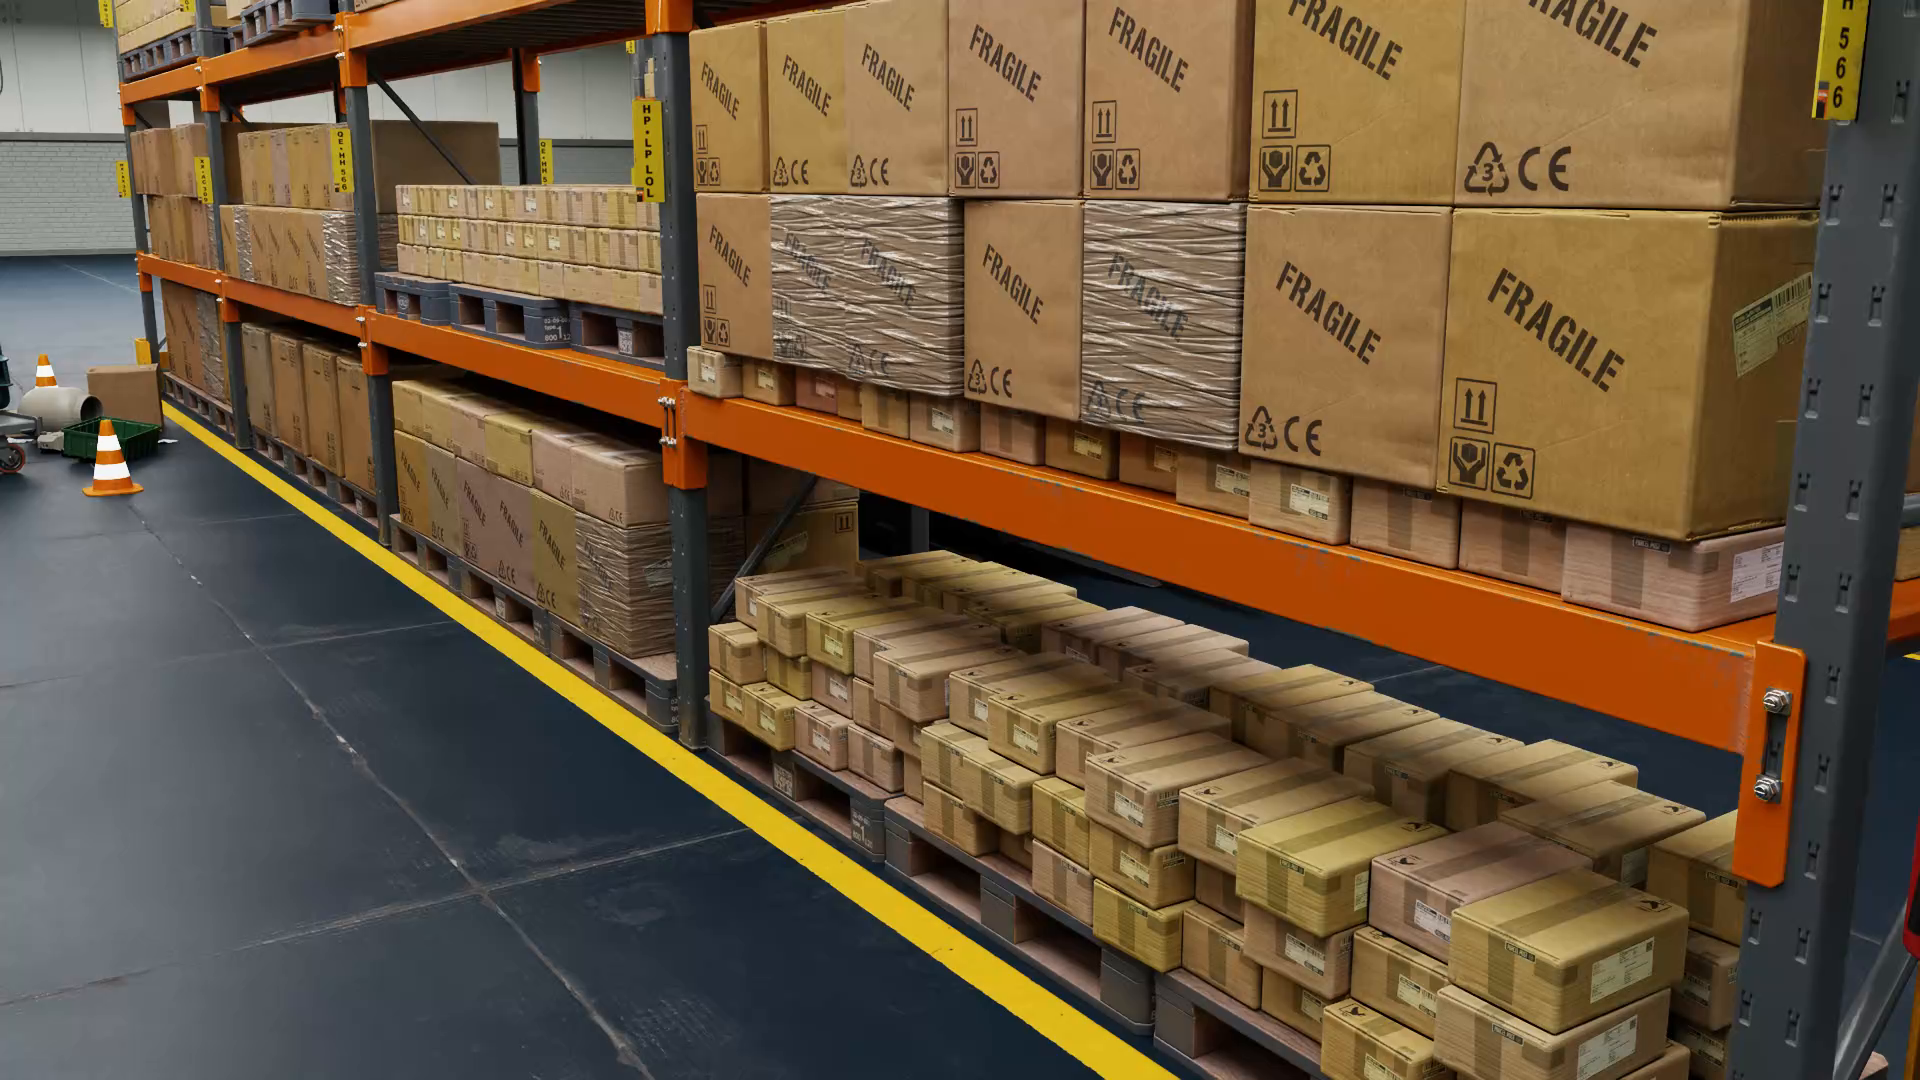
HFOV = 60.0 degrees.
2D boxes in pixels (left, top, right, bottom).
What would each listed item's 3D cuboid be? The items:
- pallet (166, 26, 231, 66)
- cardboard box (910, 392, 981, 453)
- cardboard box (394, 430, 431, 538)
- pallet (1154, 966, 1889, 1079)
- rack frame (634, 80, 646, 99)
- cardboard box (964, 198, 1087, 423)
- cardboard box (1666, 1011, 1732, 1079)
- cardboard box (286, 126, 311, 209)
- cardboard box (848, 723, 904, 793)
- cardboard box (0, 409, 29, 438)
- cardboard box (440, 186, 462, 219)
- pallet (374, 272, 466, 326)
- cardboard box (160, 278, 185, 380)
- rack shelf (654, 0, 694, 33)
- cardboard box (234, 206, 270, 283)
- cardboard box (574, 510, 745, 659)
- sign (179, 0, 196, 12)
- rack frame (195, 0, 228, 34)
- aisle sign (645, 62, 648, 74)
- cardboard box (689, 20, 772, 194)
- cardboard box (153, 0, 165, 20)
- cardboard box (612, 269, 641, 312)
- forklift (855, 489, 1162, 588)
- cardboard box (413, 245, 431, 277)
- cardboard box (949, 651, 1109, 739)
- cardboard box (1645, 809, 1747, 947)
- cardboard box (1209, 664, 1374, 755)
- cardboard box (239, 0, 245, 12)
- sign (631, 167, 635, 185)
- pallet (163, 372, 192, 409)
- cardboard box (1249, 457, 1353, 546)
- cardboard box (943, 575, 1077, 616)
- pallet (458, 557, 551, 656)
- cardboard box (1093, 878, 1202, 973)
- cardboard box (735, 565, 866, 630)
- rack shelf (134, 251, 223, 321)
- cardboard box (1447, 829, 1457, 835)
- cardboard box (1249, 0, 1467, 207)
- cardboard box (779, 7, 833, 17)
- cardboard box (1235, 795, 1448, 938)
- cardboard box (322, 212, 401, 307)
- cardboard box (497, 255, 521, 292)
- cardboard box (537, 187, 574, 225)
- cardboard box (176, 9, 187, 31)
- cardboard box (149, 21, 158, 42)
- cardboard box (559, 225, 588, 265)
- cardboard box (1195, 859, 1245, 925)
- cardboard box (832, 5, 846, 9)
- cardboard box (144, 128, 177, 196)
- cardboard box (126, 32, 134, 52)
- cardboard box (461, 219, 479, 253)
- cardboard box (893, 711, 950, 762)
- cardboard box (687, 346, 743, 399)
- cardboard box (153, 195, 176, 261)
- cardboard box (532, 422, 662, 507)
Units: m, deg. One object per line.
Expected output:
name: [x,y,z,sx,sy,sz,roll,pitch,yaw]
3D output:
pallet: [-5.442,-3.770,12.767,1.003,0.211,1.213,-8,15,-33]
cardboard box: [0.089,-0.338,4.476,0.380,0.149,0.250,-7,14,-30]
cardboard box: [-2.602,-0.318,8.663,0.500,0.500,0.500,-9,15,-35]
pallet: [1.188,1.133,3.688,1.003,0.211,1.213,-8,15,-33]
rack frame: [-3.029,-3.482,18.263,1.000,3.000,0.127,-8,15,-33]
cardboard box: [0.350,-0.582,4.072,0.500,0.500,0.500,-7,14,-30]
cardboard box: [1.627,0.989,3.507,0.380,0.149,0.250,-8,15,-32]
cardboard box: [-3.873,-2.380,10.649,0.700,0.500,0.500,-8,15,-33]
cardboard box: [-0.120,0.636,5.121,0.380,0.149,0.250,-8,15,-34]
cardboard box: [-7.483,-0.953,13.100,0.396,0.266,0.258,-5,13,-23]
cardboard box: [-2.257,-1.619,7.957,0.380,0.149,0.250,-9,15,-35]
pallet: [-2.298,-1.282,8.653,1.213,0.211,1.003,-8,15,-33]
cardboard box: [-6.783,-1.967,15.327,0.875,0.875,0.875,-8,15,-32]
rack shelf: [0.543,-1.537,4.031,1.077,0.370,4.000,-8,15,-33]
cardboard box: [-4.650,-2.035,11.413,0.500,0.500,0.500,-8,15,-32]
cardboard box: [-1.185,0.136,6.589,0.500,0.500,0.500,-8,15,-34]
sign: [-5.459,-3.892,11.721,0.100,0.325,0.005,-8,15,-33]
rack frame: [-4.998,-5.132,11.766,1.000,3.000,0.127,-8,15,-33]
aisle sign: [-3.313,-4.727,17.873,0.394,0.787,0.004,-8,15,-33]
cardboard box: [-0.518,-1.352,5.253,0.500,0.500,0.500,-8,14,-31]
cardboard box: [-6.039,-4.229,13.096,0.500,0.250,0.500,-8,15,-33]
cardboard box: [-1.095,-0.954,6.310,0.380,0.149,0.250,-8,15,-32]
forklift: [0.333,-1.318,8.526,1.130,2.935,3.031,-8,14,-31]
cardboard box: [-2.553,-1.421,8.445,0.380,0.149,0.250,-7,14,-30]
cardboard box: [0.194,0.437,4.642,0.380,0.149,0.250,-9,15,-35]
cardboard box: [1.643,0.696,3.454,0.380,0.149,0.250,-9,15,-35]
cardboard box: [0.898,0.465,4.514,0.380,0.149,0.250,-8,15,-32]
cardboard box: [-4.630,-3.584,11.080,0.250,0.149,0.380,-8,15,-33]
sign: [-3.480,-3.841,17.876,0.100,0.325,0.005,-8,15,-33]
pallet: [-6.706,-1.418,15.350,1.003,0.211,1.213,-8,15,-33]
cardboard box: [0.816,-0.103,3.400,0.380,0.149,0.250,-8,14,-31]
cardboard box: [0.167,0.235,5.564,0.380,0.149,0.250,-8,15,-33]
pallet: [-1.678,0.228,7.824,1.003,0.211,1.213,-8,15,-33]
cardboard box: [0.543,0.880,4.006,0.380,0.149,0.250,-9,15,-35]
cardboard box: [-0.547,0.204,5.705,0.380,0.149,0.250,-7,14,-30]
rack shelf: [-6.106,-2.206,14.111,1.077,0.370,4.000,-8,15,-33]
cardboard box: [1.260,0.763,3.845,0.380,0.149,0.250,-8,15,-32]
cardboard box: [0.910,-0.892,3.148,0.500,0.500,0.500,-9,15,-35]
cardboard box: [-1.274,-4.724,14.821,0.500,0.500,0.500,-9,15,-34]
cardboard box: [0.806,0.683,3.515,0.380,0.149,0.250,-8,15,-34]
cardboard box: [-3.255,-1.587,9.364,0.500,0.500,0.500,-8,15,-33]
cardboard box: [-1.822,-1.187,7.373,0.380,0.149,0.250,-9,15,-35]
cardboard box: [-1.520,-1.385,6.885,0.380,0.149,0.250,-9,15,-35]
cardboard box: [-5.605,-3.870,12.386,0.380,0.149,0.250,-8,15,-32]
cardboard box: [-6.312,-4.096,13.422,0.380,0.149,0.250,-8,15,-33]
cardboard box: [-1.387,-1.193,6.705,0.380,0.149,0.250,-9,15,-35]
cardboard box: [0.768,0.763,3.847,0.380,0.149,0.250,-8,15,-33]
cardboard box: [-0.635,-4.396,14.197,0.797,0.503,0.637,-9,15,-36]
cardboard box: [-6.462,-3.240,14.280,0.875,0.550,0.550,-8,15,-33]
cardboard box: [-7.011,-4.321,14.448,0.380,0.149,0.250,-8,15,-33]
cardboard box: [-2.101,-1.424,7.760,0.380,0.149,0.250,-8,15,-33]
cardboard box: [0.029,0.539,4.868,0.380,0.149,0.250,-7,14,-30]
cardboard box: [-0.681,-0.567,5.520,0.380,0.149,0.250,-7,14,-31]
cardboard box: [-6.442,-2.716,14.408,0.875,0.550,0.550,-8,15,-33]
cardboard box: [-1.462,-0.325,6.937,0.500,0.250,0.500,-7,14,-30]
